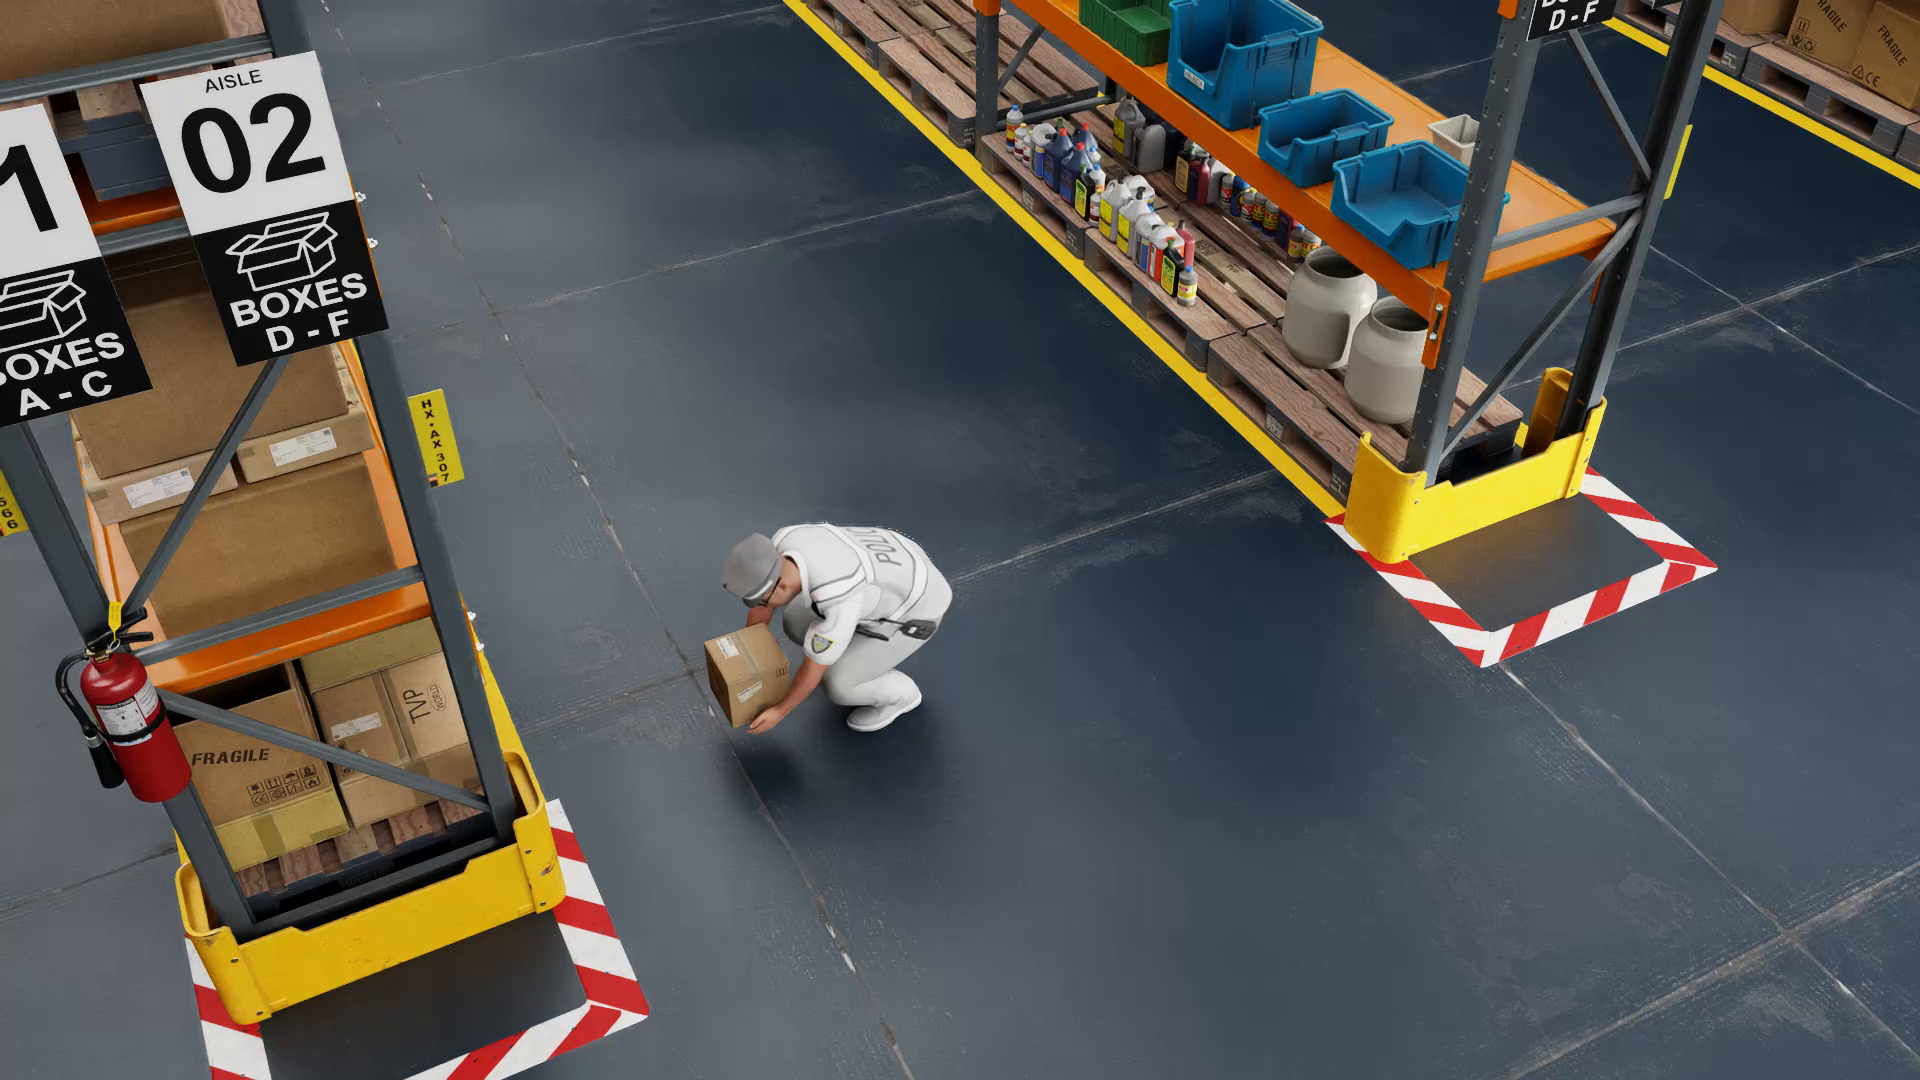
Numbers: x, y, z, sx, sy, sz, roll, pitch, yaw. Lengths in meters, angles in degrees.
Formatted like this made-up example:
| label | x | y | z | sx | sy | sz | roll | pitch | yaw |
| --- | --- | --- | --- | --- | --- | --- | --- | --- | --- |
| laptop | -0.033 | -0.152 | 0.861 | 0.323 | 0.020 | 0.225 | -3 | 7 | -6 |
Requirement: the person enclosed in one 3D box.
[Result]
| label | x | y | z | sx | sy | sz | roll | pitch | yaw |
| --- | --- | --- | --- | --- | --- | --- | --- | --- | --- |
| person | -0.474 | 0.291 | 6.393 | 0.914 | 1.006 | 0.565 | -19 | 44 | -20 |
